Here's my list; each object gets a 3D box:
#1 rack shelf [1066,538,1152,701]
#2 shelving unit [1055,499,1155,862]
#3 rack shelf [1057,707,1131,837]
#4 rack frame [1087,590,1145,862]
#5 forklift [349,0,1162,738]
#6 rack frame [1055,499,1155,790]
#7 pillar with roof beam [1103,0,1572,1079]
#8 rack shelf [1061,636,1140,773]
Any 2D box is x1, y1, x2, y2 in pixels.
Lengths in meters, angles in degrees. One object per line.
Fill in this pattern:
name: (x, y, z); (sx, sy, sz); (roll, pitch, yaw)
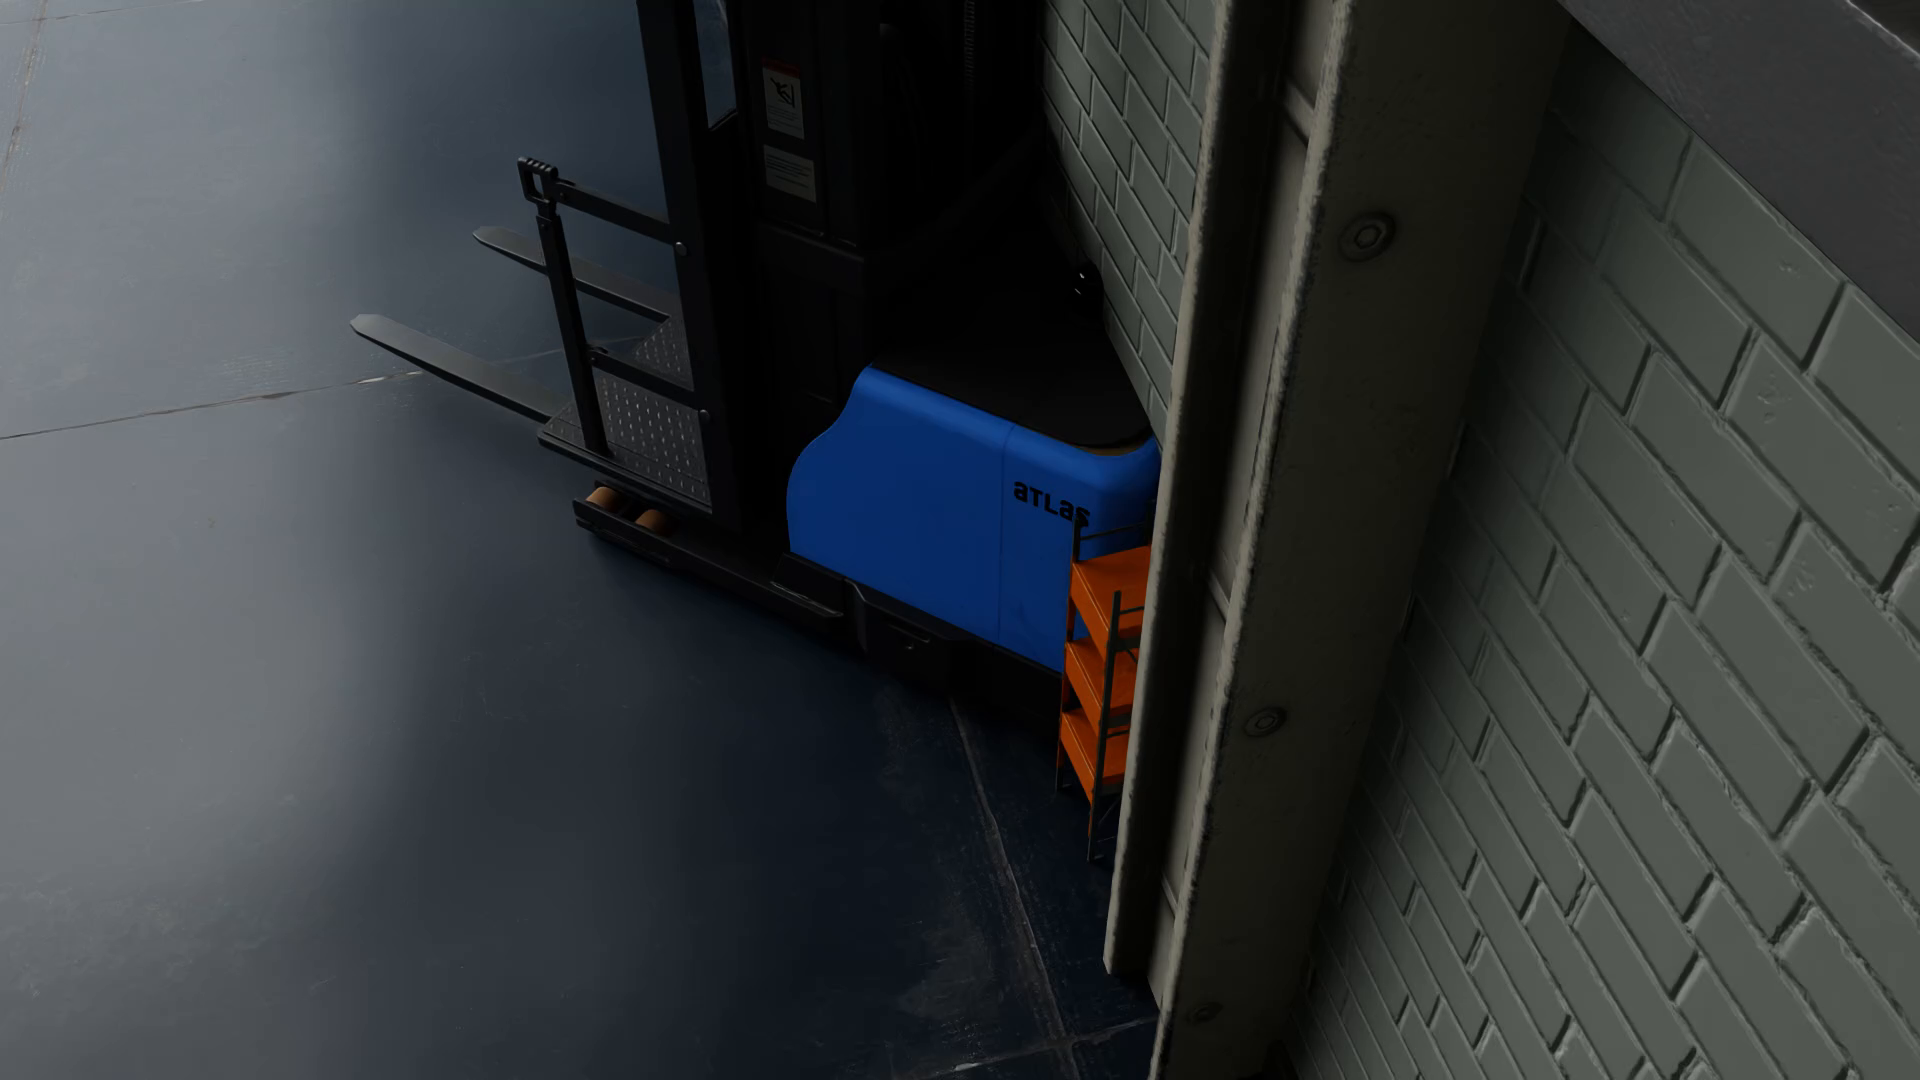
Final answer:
rack shelf: (0.396, 0.188, 3.948); (0.215, 0.259, 0.240); (-13, 47, -13)
shelving unit: (0.396, 0.380, 4.143); (0.215, 1.050, 0.252); (-13, 47, -13)
rack shelf: (0.396, 0.582, 4.349); (0.215, 0.259, 0.240); (-13, 47, -13)
rack frame: (0.434, 0.462, 4.062); (0.200, 1.050, 0.008); (-13, 47, -13)
forklift: (-0.613, -1.255, 4.428); (3.031, 2.935, 1.130); (23, 50, 21)
rack frame: (0.359, 0.297, 4.224); (0.200, 1.050, 0.008); (-13, 47, -13)
pillar with roof beam: (-3.601, -1.199, 0.124); (9.100, 9.000, 0.400); (-11, 47, -10)
rack shelf: (0.396, 0.387, 4.151); (0.215, 0.259, 0.240); (-13, 47, -13)
